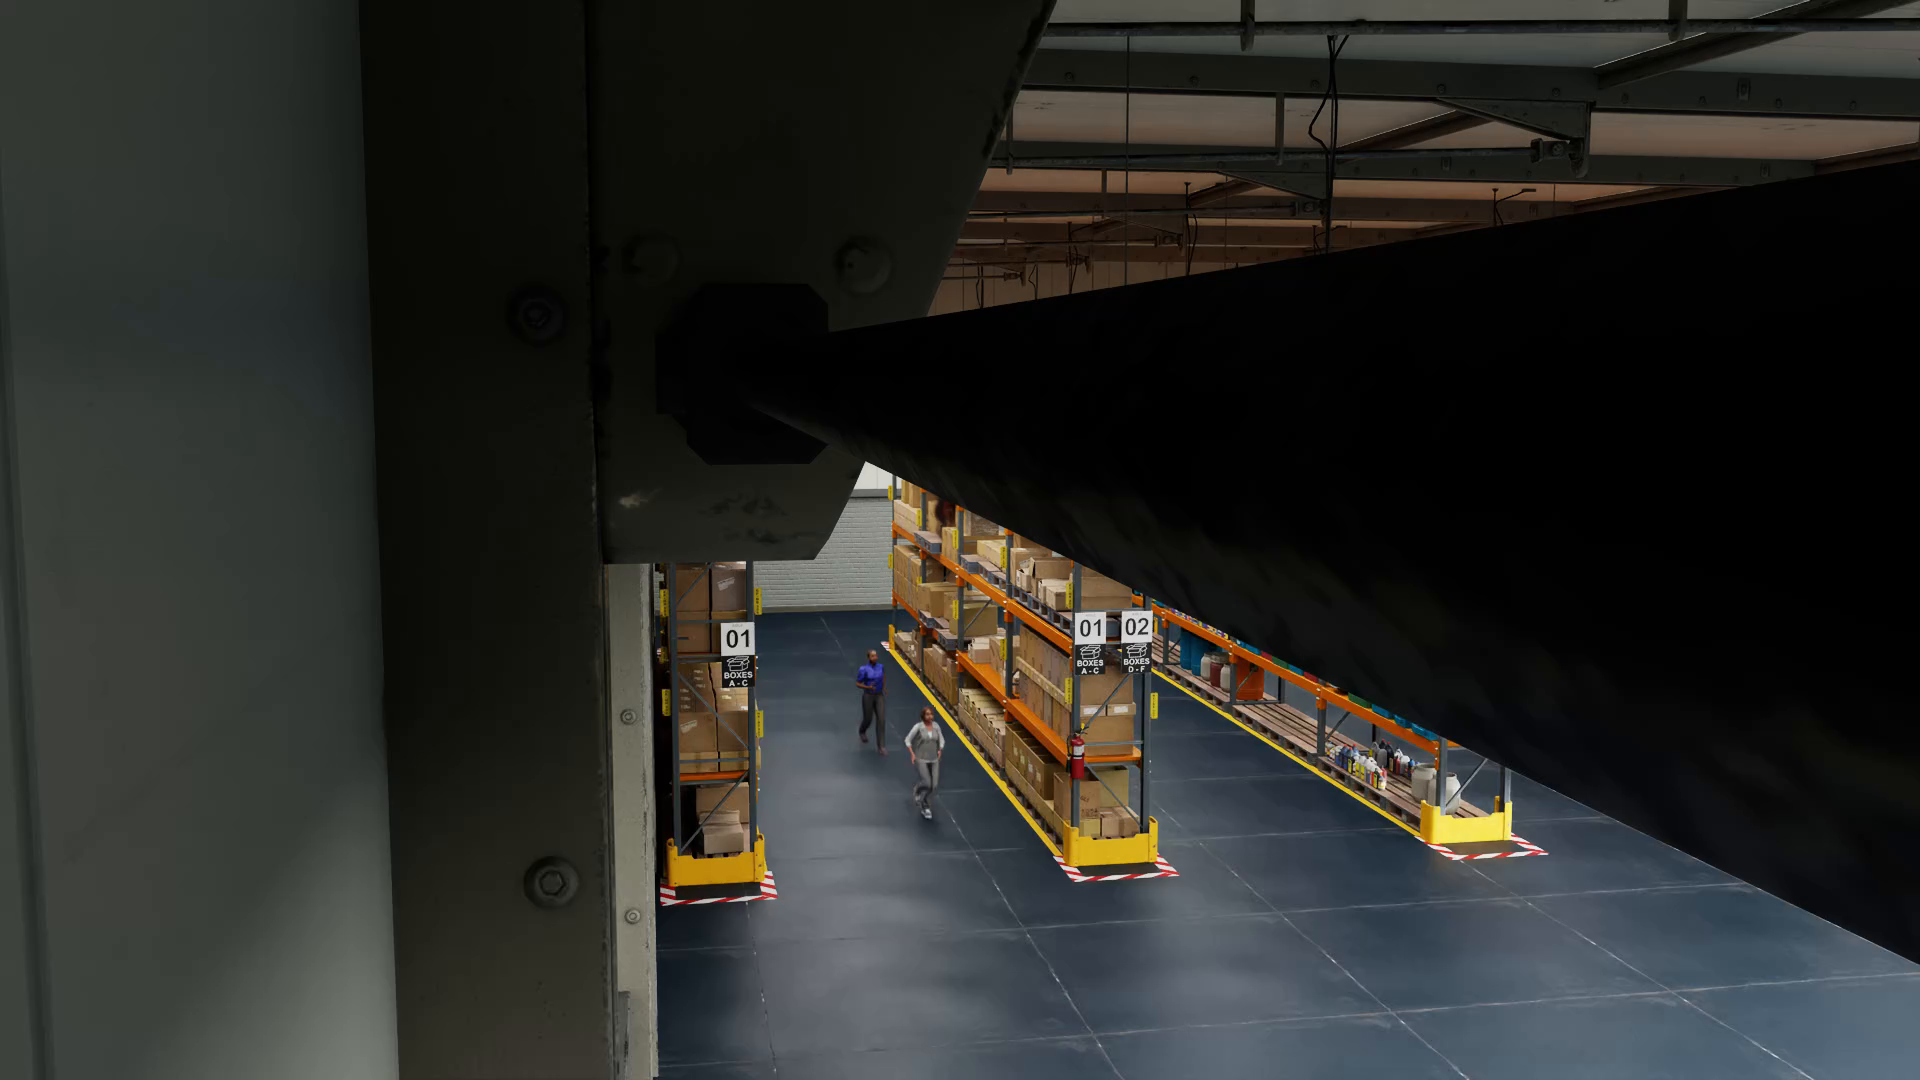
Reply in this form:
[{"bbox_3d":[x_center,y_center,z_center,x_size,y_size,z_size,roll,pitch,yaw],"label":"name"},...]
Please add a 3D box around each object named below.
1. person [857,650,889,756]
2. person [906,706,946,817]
[{"bbox_3d":[-1.395,2.605,26.904,0.580,1.644,0.904,-3,7,-24],"label":"person"},{"bbox_3d":[-0.428,3.084,22.969,0.530,1.549,0.545,-3,7,-22],"label":"person"}]
